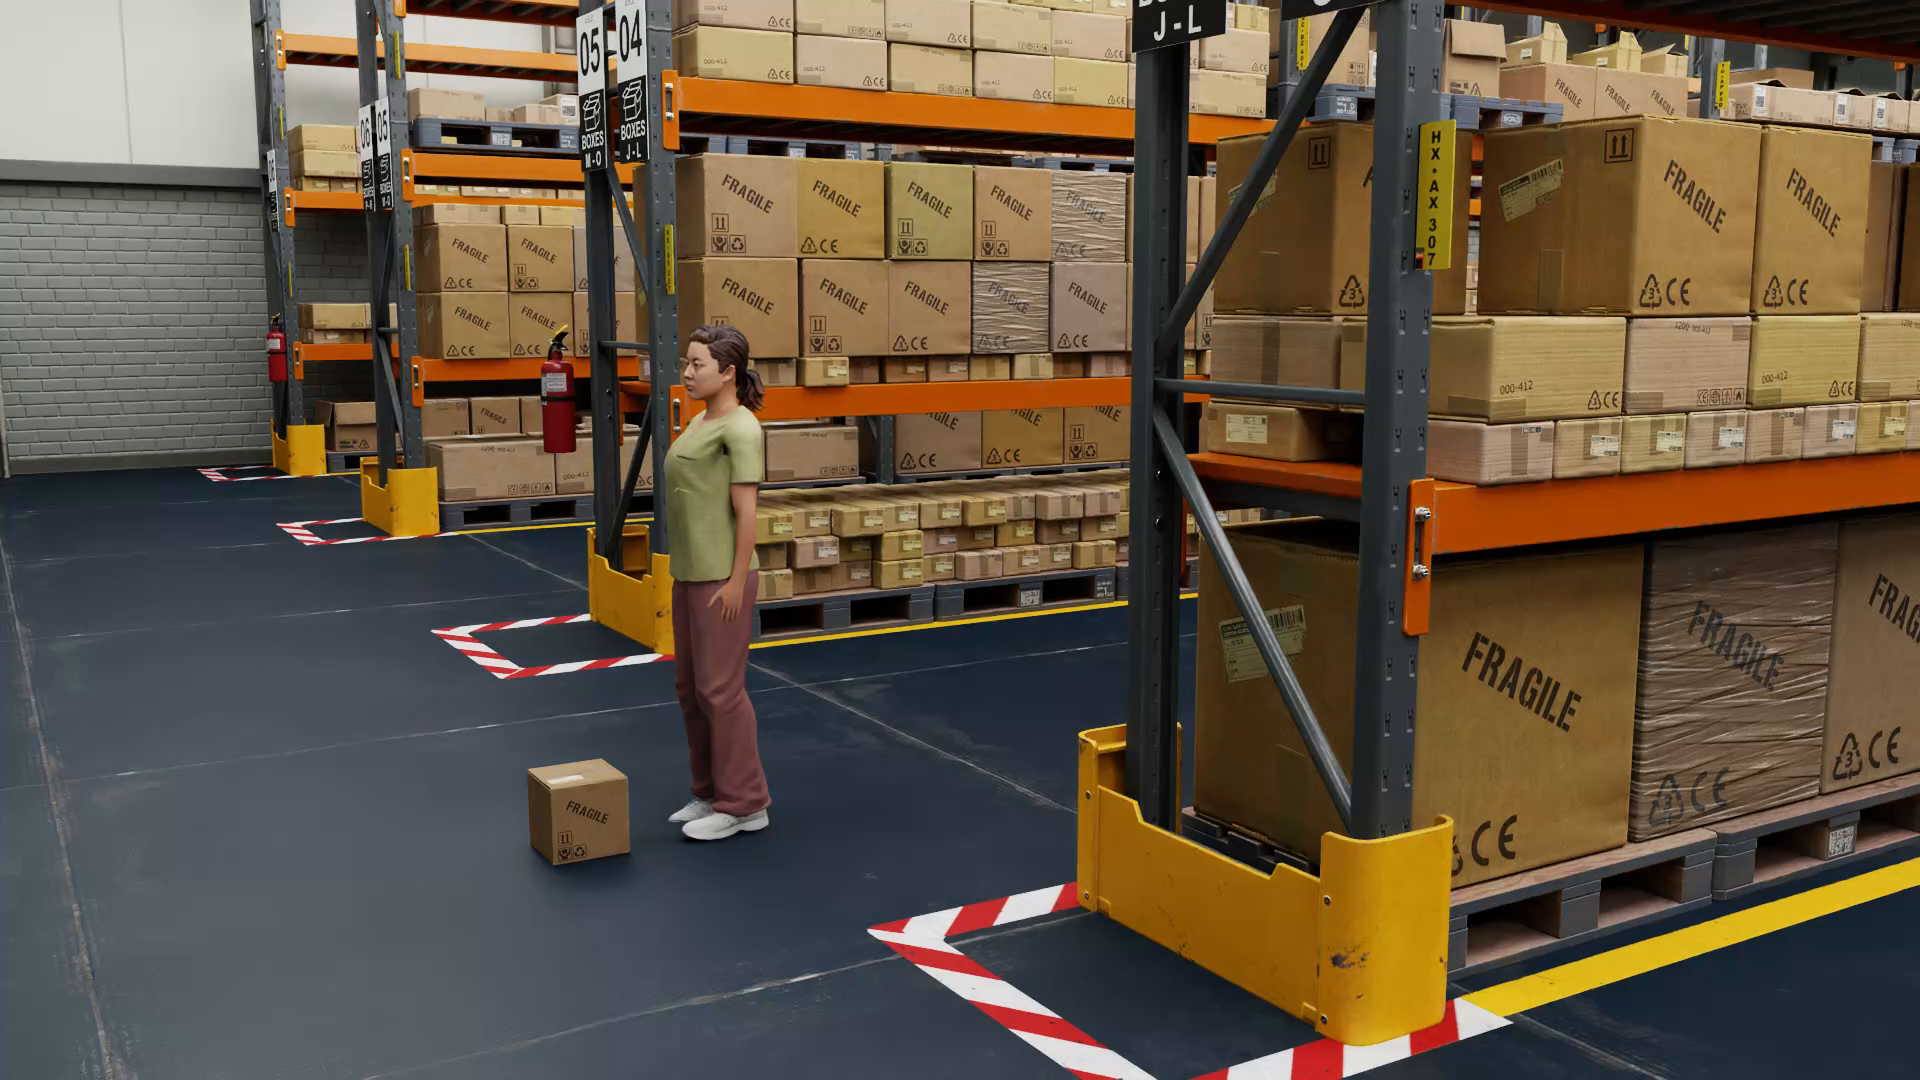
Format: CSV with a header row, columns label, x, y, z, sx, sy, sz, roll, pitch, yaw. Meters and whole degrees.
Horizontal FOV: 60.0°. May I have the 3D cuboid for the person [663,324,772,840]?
label,x,y,z,sx,sy,sz,roll,pitch,yaw
person,-0.791,0.149,5.456,0.362,1.701,0.440,-5,9,-29
